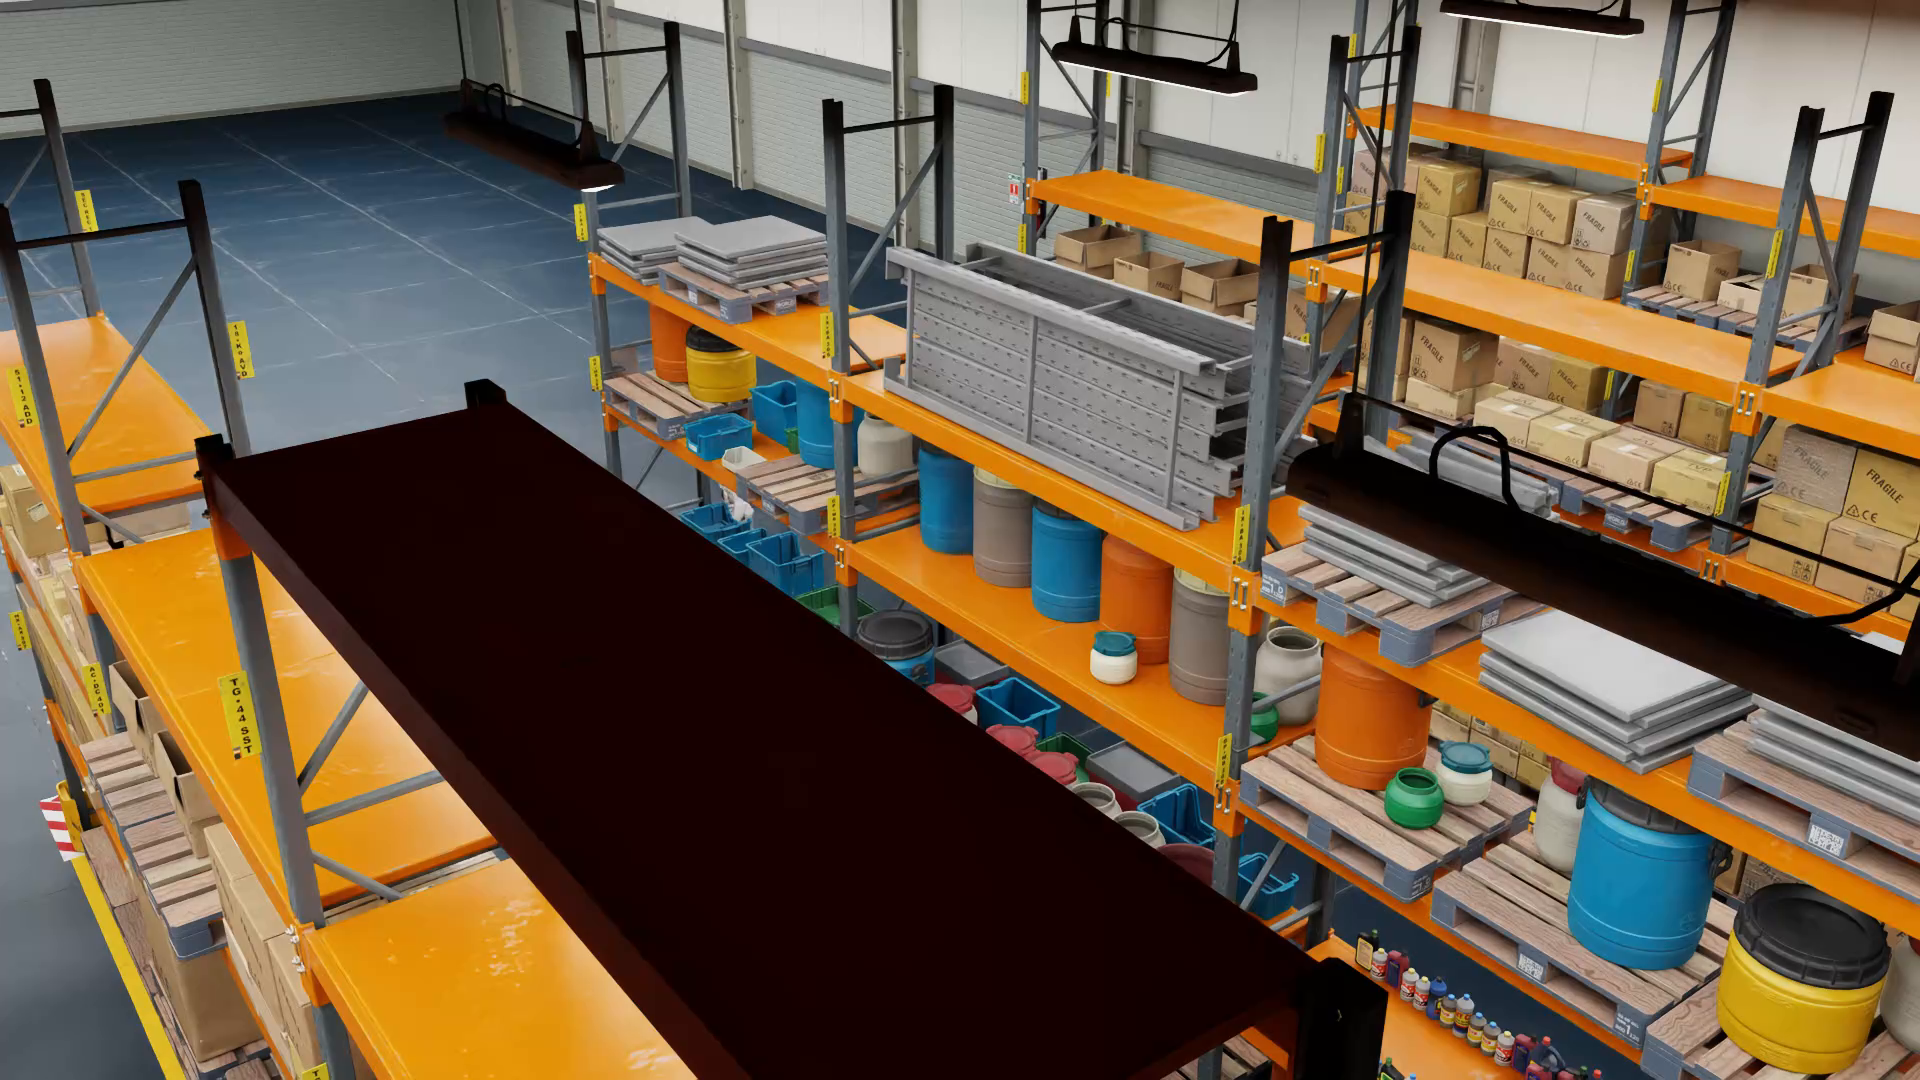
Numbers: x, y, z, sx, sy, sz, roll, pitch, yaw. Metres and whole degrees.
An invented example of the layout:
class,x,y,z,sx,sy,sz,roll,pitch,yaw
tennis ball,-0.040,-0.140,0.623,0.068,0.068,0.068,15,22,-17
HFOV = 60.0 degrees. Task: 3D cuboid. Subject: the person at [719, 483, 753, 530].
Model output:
class,x,y,z,sx,sy,sz,roll,pitch,yaw
person,-2.335,-0.259,17.597,0.854,1.624,0.489,-9,26,-18
